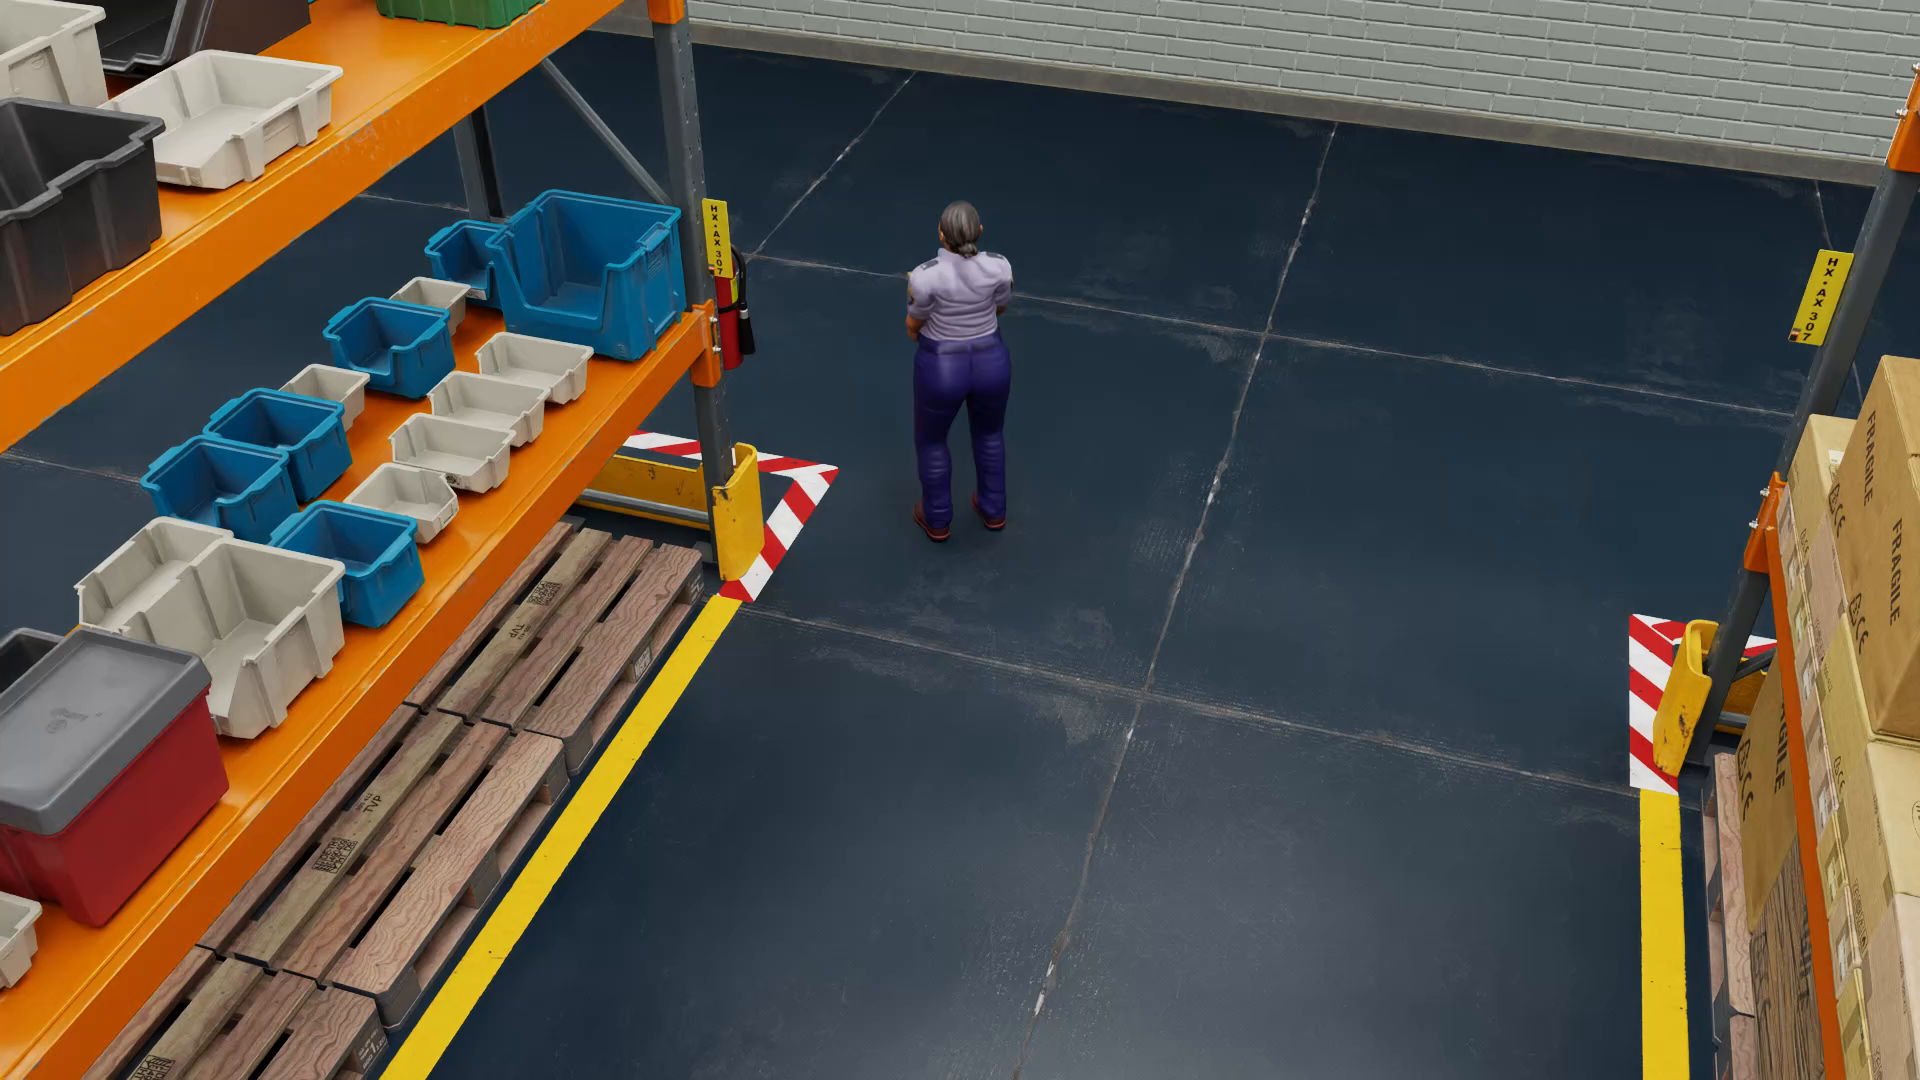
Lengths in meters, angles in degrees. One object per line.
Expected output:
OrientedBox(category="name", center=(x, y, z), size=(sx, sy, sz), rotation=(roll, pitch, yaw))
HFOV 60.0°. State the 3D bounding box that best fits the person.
OrientedBox(category="person", center=(-0.026, -0.770, 7.183), size=(0.452, 1.634, 0.515), rotation=(-11, 39, -13))
